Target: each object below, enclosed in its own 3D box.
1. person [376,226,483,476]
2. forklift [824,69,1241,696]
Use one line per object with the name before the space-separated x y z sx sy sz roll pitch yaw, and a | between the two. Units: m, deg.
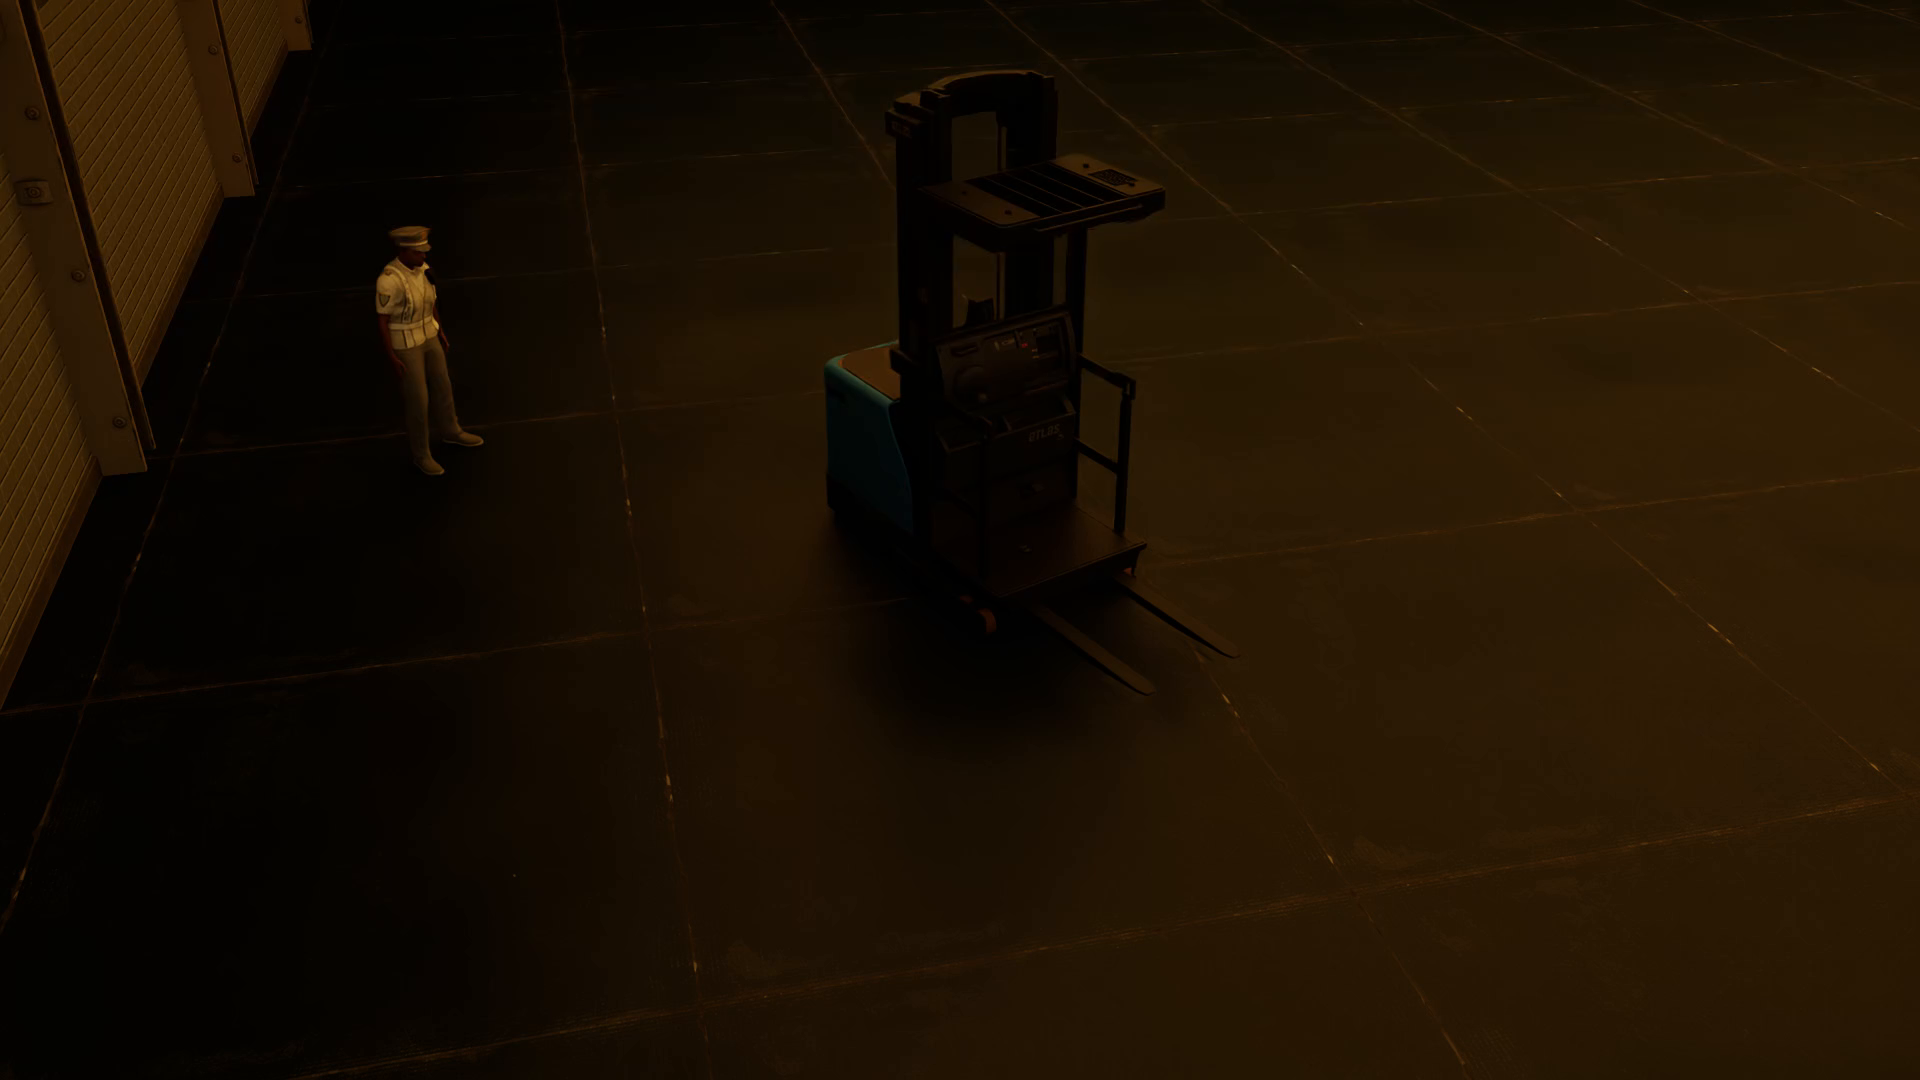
person | -3.605 -1.297 11.092 0.407 1.661 0.594 11 32 19
forklift | 0.389 -0.987 9.279 1.130 2.935 3.031 -19 35 -29
